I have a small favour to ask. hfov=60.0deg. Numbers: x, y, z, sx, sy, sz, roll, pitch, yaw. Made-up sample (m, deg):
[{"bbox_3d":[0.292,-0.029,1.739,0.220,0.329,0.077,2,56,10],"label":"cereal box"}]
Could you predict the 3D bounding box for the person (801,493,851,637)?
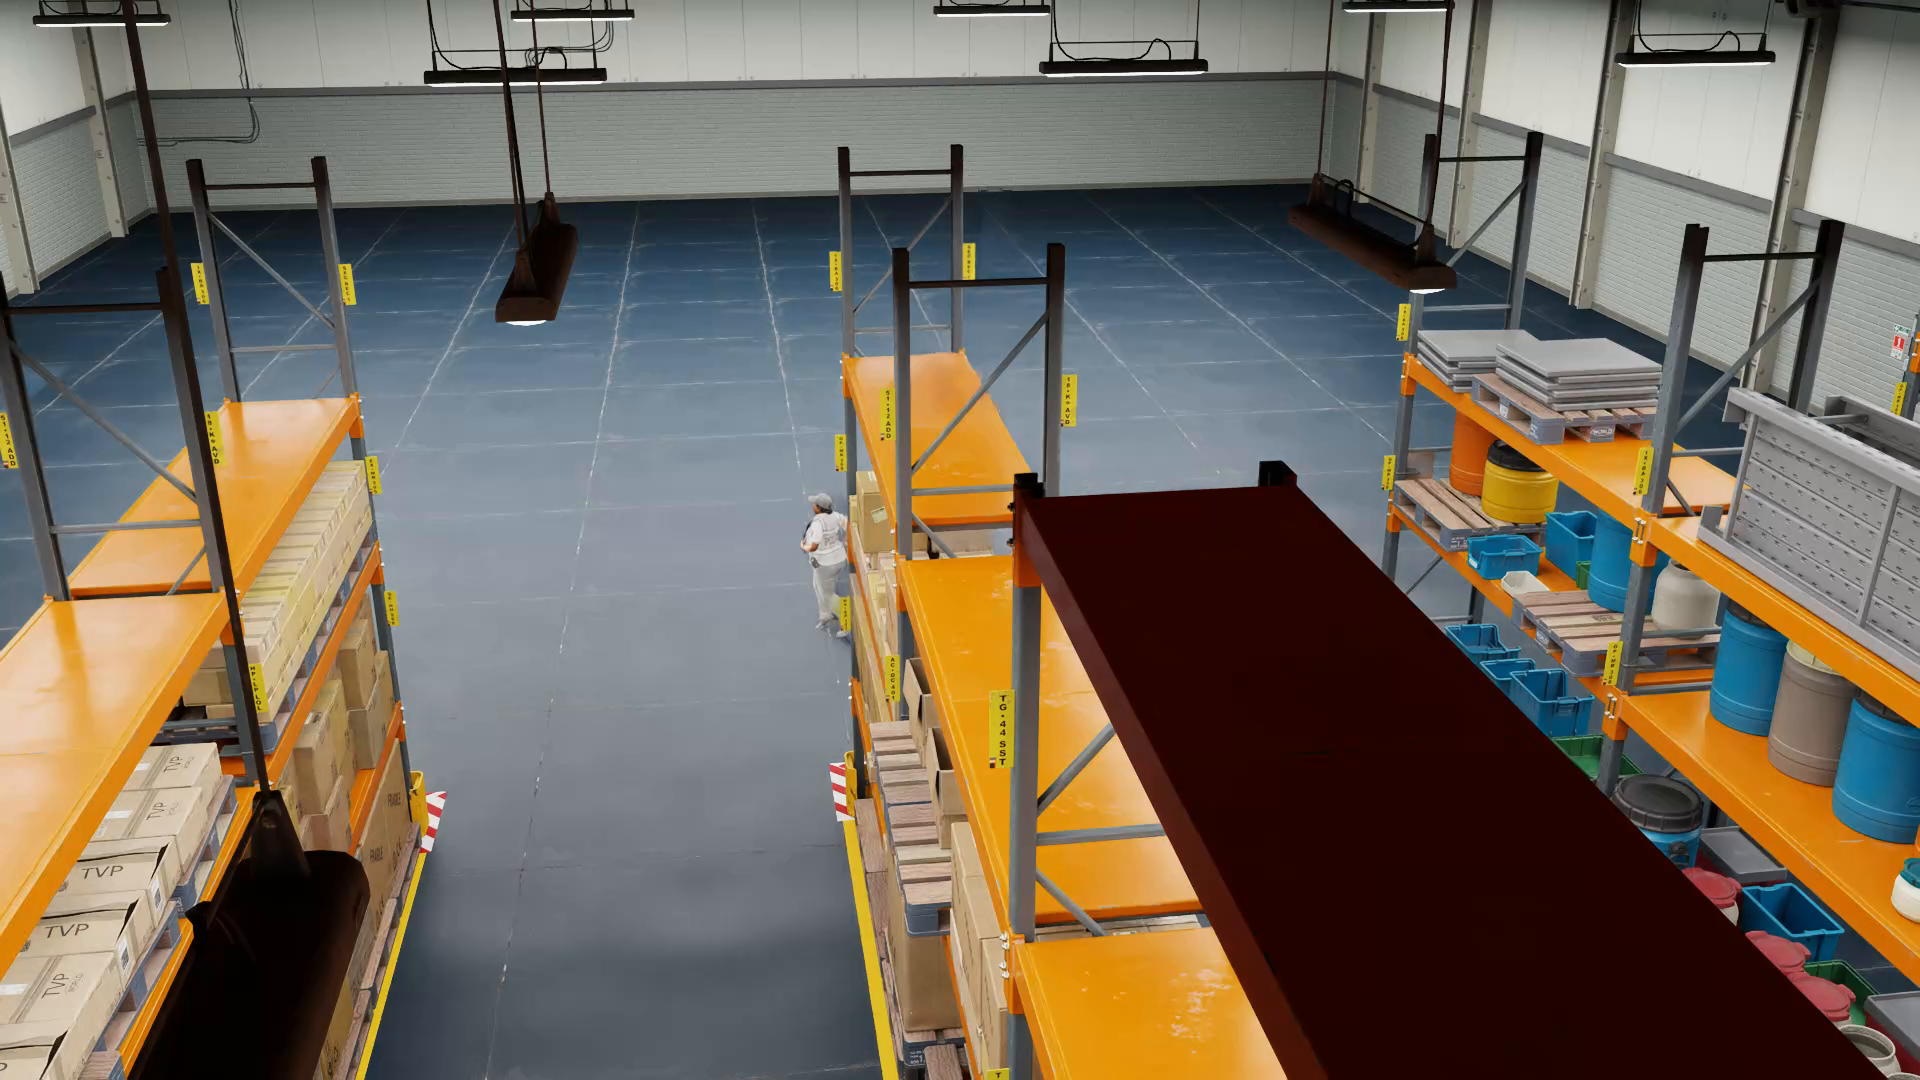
[{"bbox_3d":[-1.447,0.327,18.618,0.689,1.741,0.627,11,24,27],"label":"person"}]
